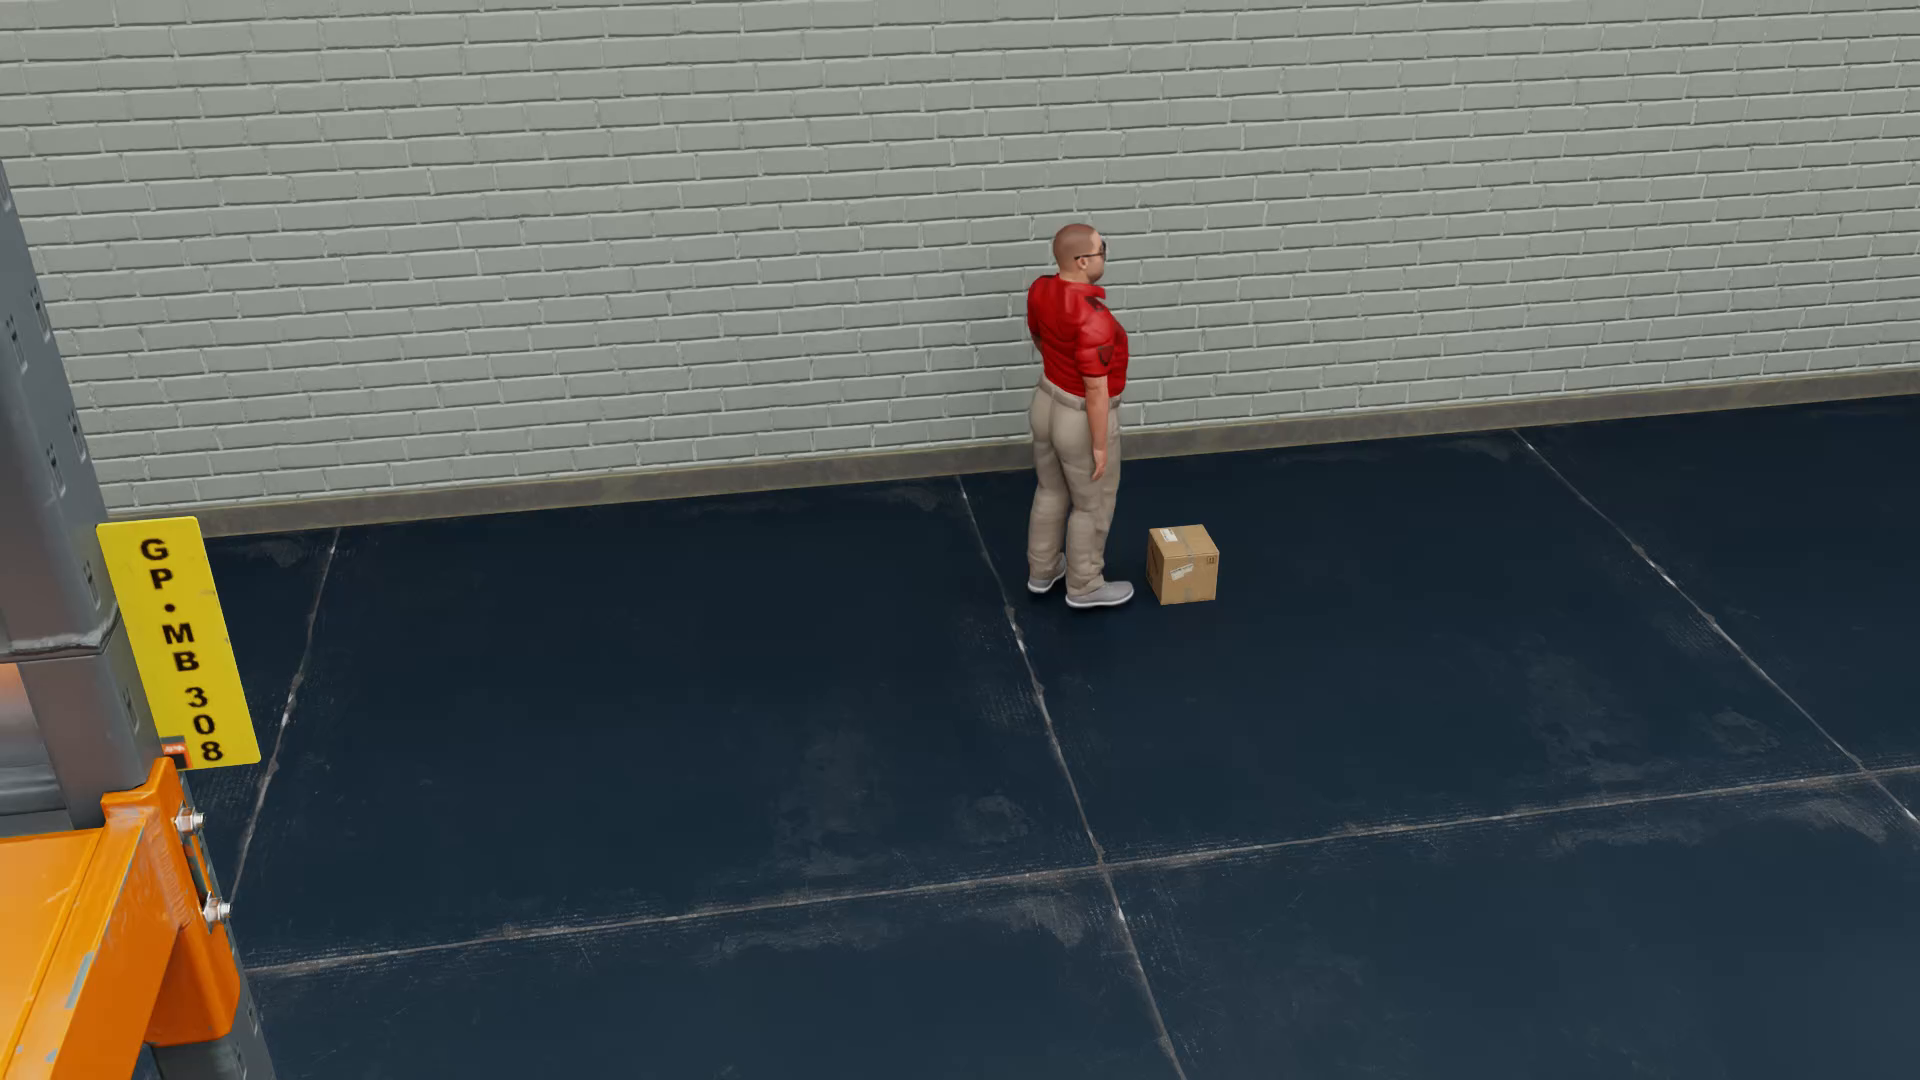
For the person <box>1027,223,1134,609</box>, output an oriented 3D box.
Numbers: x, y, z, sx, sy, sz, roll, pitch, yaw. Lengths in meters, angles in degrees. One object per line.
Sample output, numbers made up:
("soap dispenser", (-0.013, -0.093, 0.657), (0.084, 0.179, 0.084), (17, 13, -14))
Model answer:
("person", (0.511, -0.535, 7.018), (0.467, 1.738, 0.701), (-18, 35, -27))
